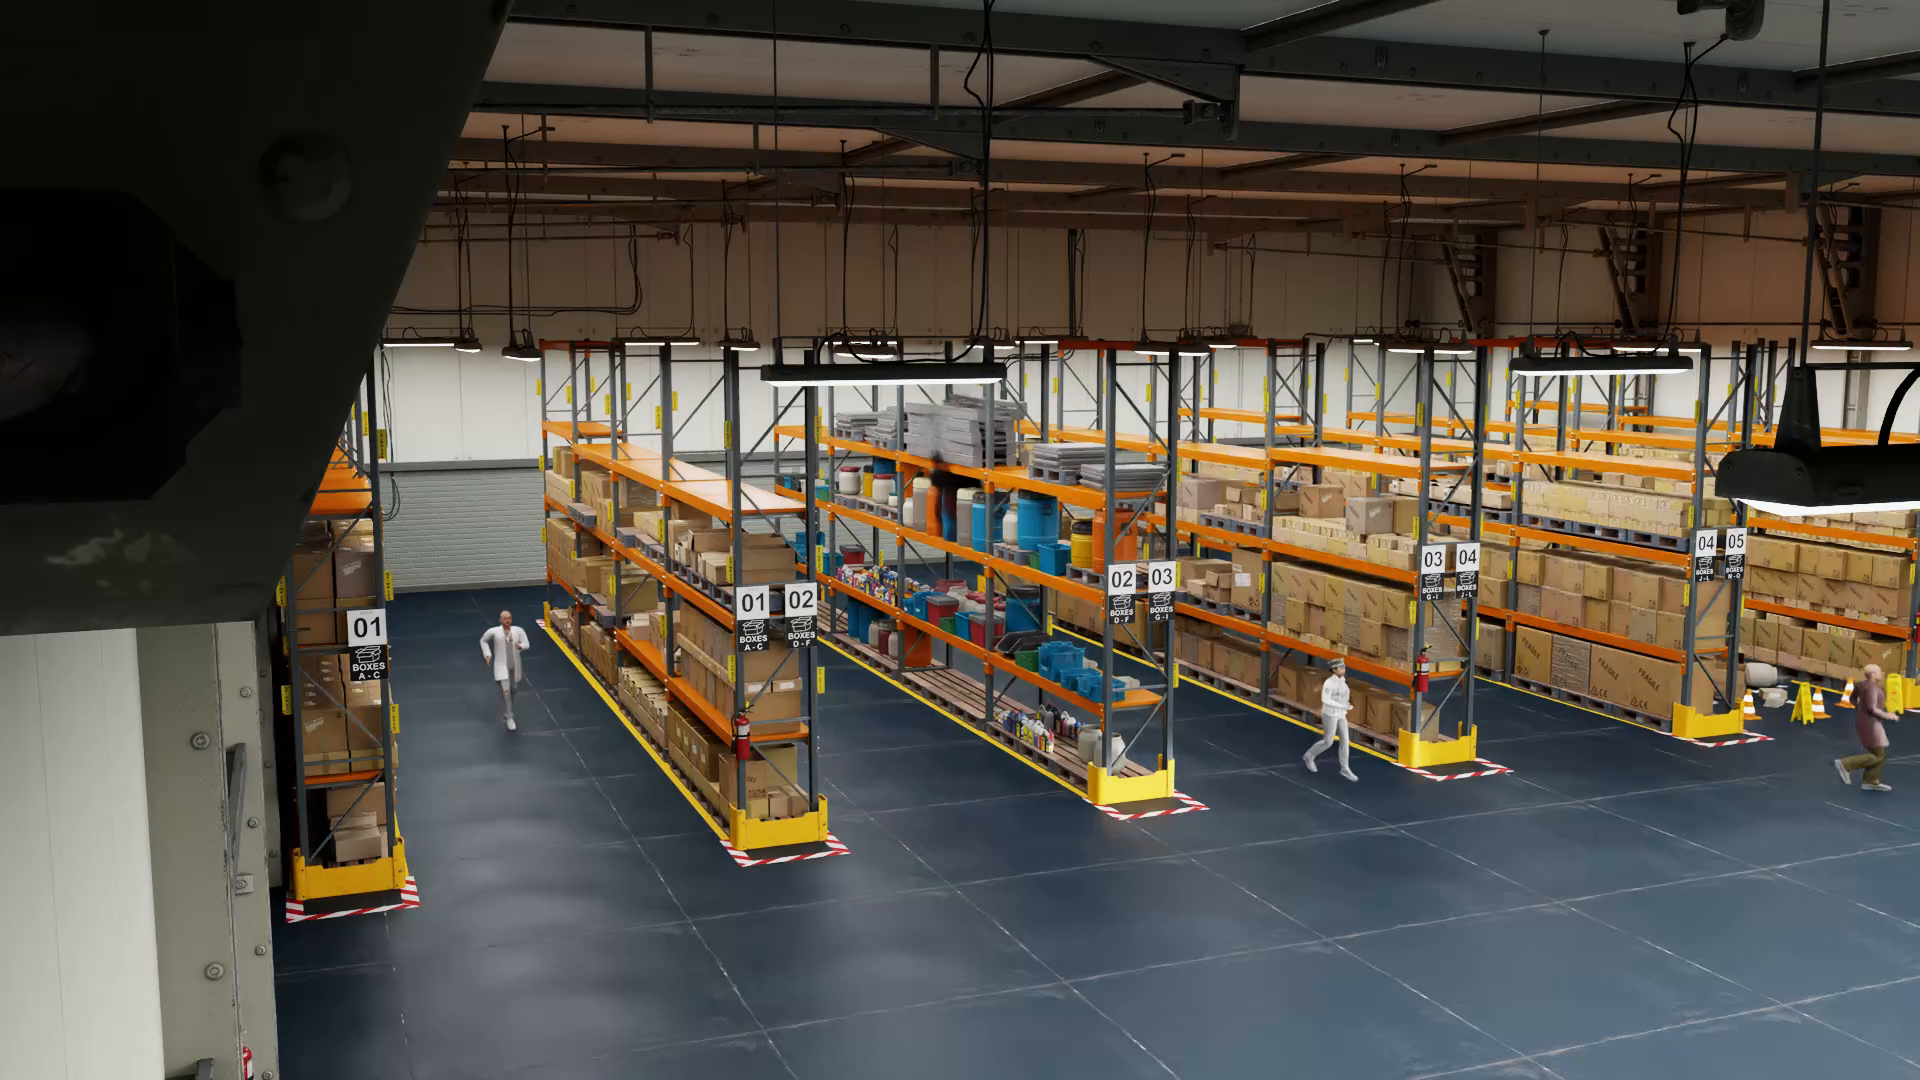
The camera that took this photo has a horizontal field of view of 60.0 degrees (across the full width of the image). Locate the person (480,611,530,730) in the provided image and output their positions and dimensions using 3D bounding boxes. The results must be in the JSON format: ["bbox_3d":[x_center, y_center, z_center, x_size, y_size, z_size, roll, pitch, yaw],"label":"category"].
[{"bbox_3d":[-7.155,2.018,26.285,0.689,1.812,0.983,-5,9,-34],"label":"person"}]

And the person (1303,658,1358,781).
[{"bbox_3d":[5.222,2.472,23.287,0.823,1.716,0.635,7,10,43],"label":"person"}]

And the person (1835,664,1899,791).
[{"bbox_3d":[12.303,2.538,22.584,0.750,1.736,0.702,2,8,15],"label":"person"}]
